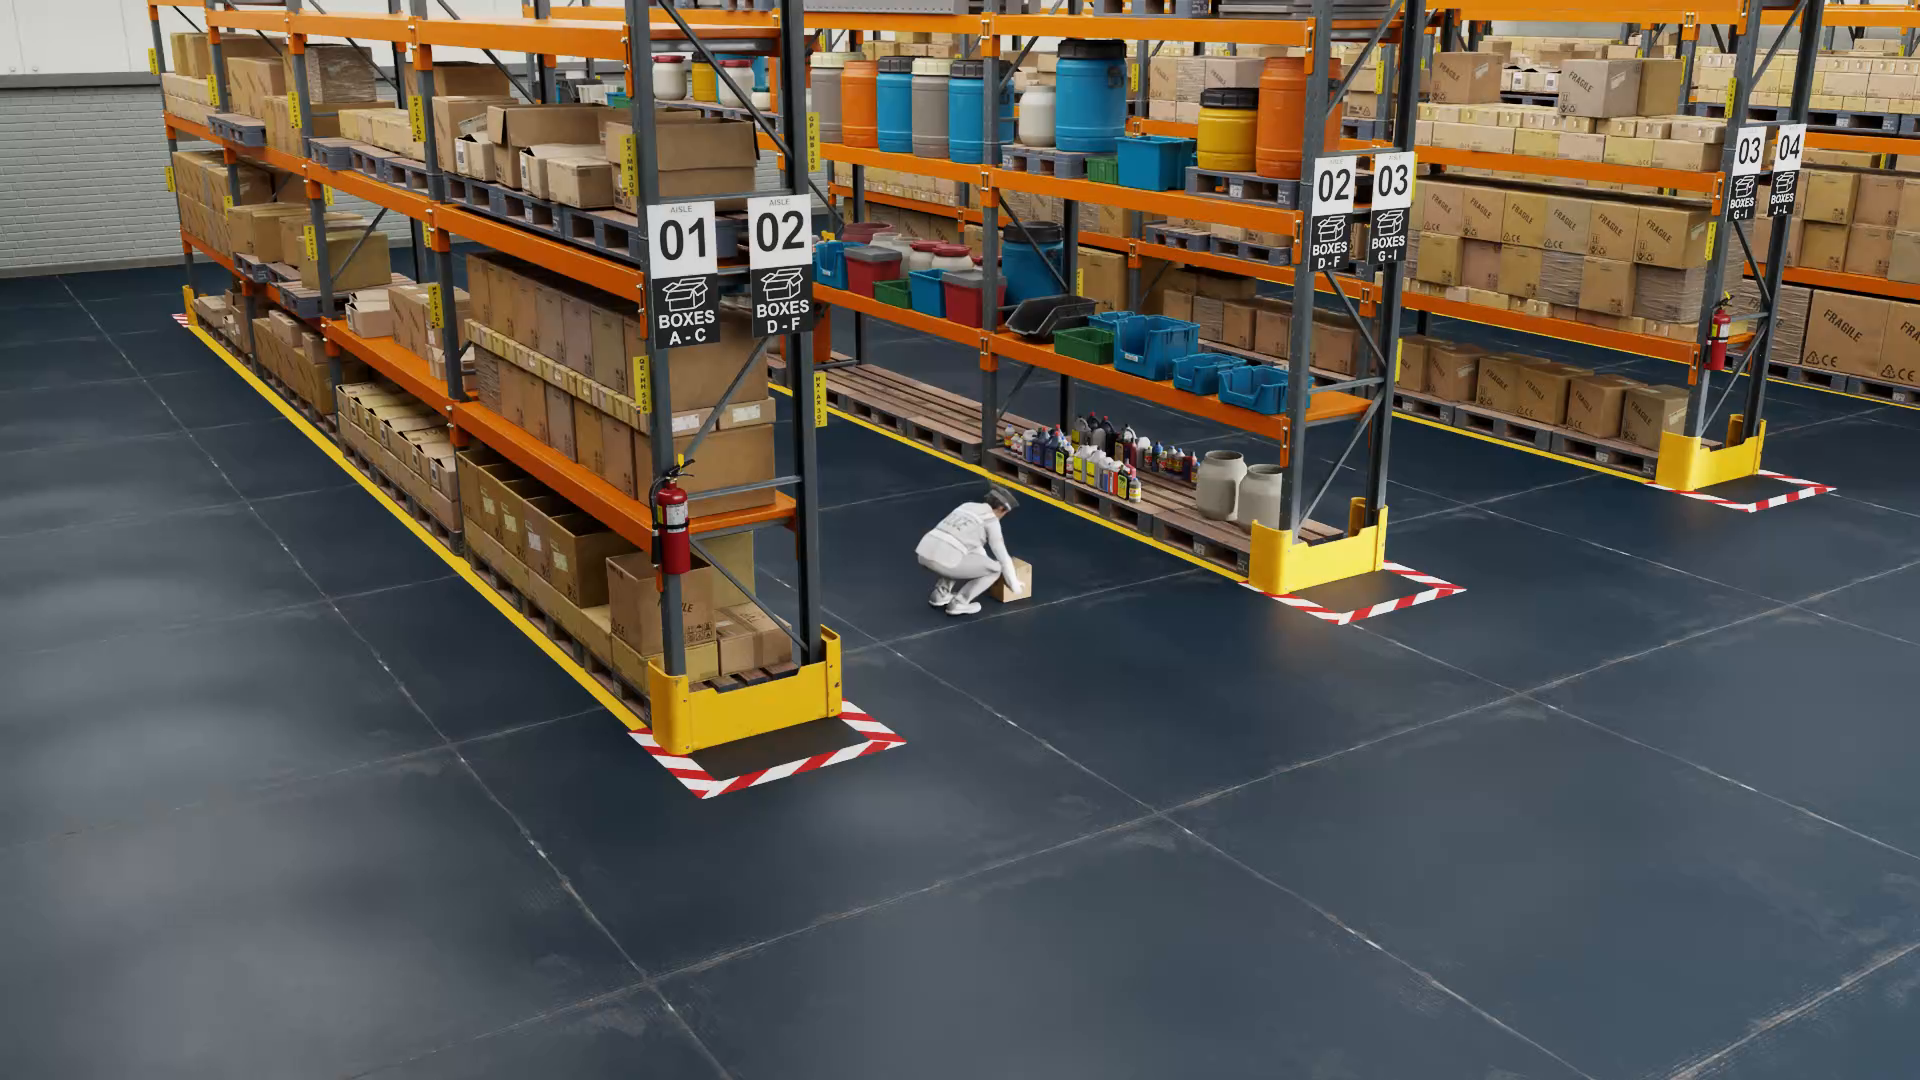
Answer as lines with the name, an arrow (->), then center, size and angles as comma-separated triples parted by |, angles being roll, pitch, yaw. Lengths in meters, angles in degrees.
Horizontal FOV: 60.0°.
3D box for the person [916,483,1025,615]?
person -> 0.081, 0.061, 12.165 | 0.858, 0.866, 0.484 | -12, 21, -31
